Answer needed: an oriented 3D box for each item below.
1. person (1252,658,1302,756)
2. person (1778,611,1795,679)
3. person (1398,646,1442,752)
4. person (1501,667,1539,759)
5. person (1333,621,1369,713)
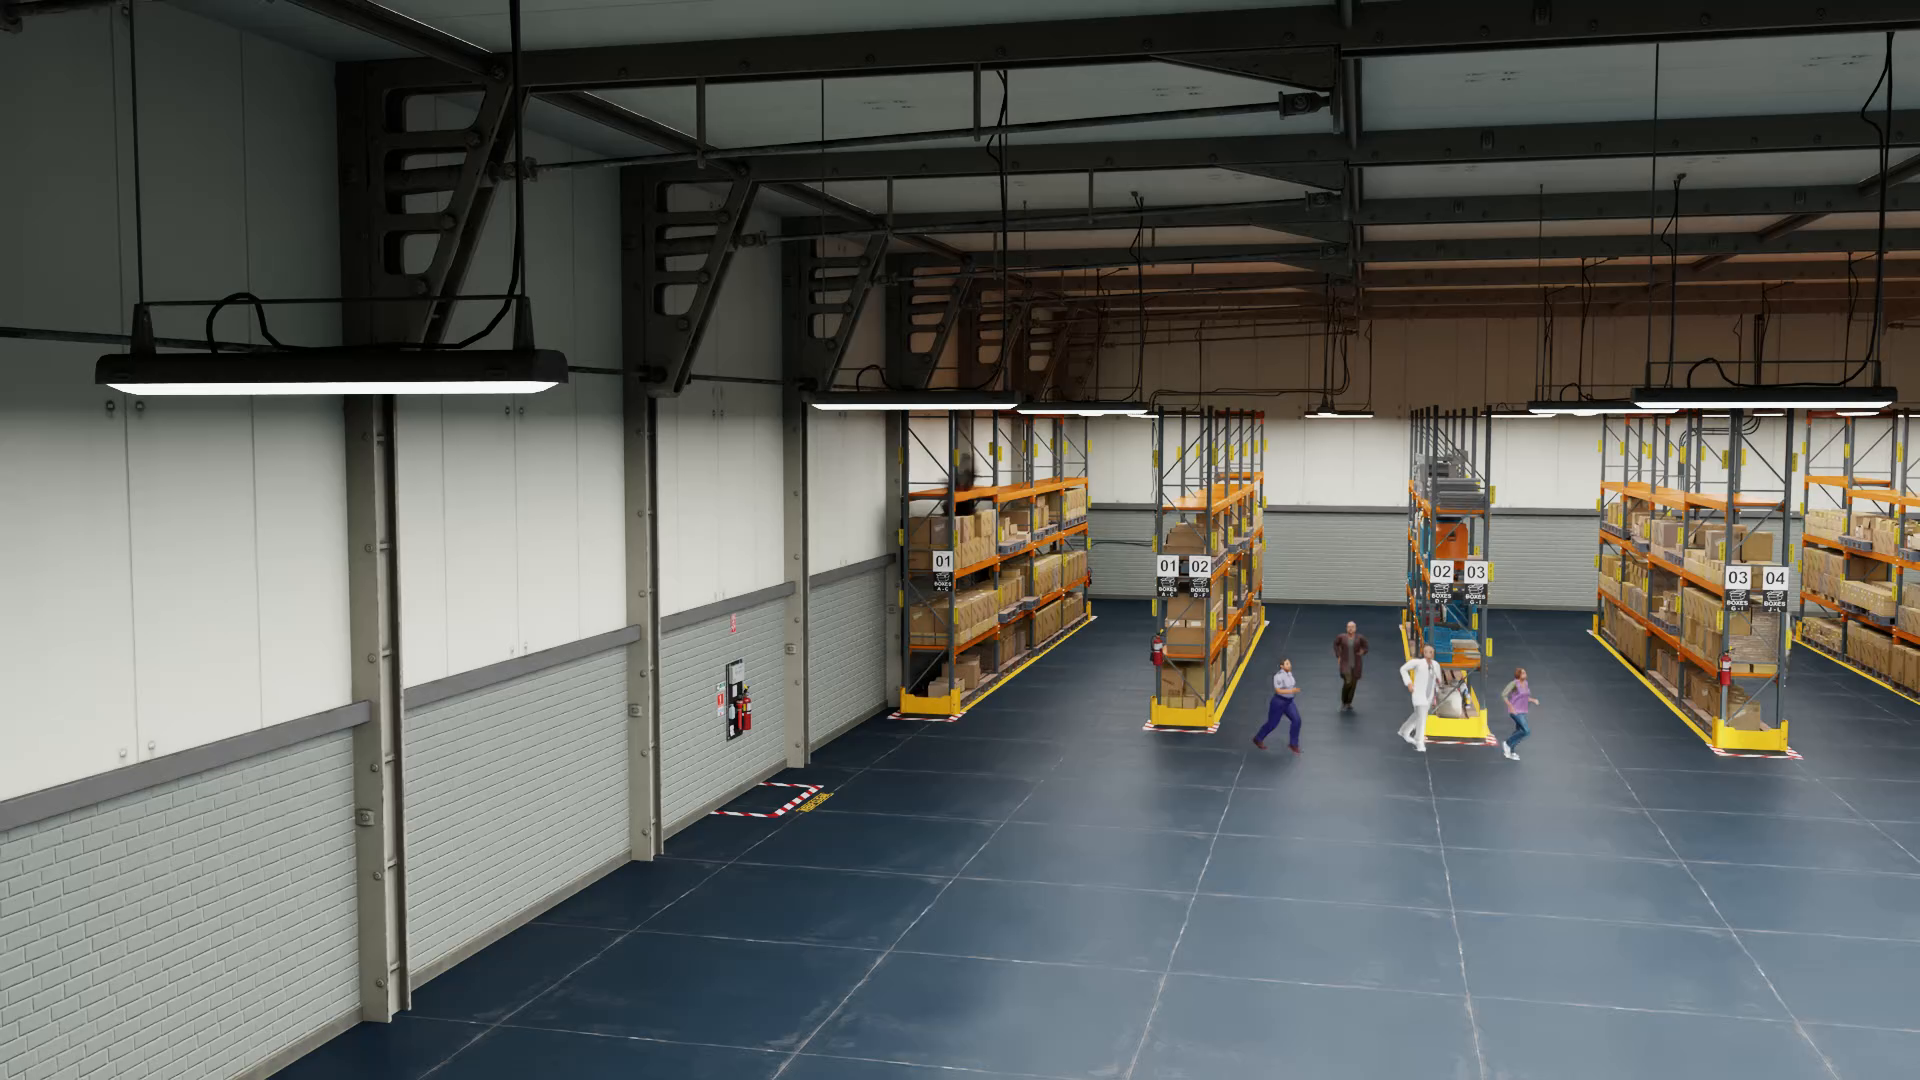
[{"bbox_3d":[5.514,2.856,28.639,0.882,1.697,0.611,4,6,43],"label":"person"},{"bbox_3d":[18.290,2.202,37.057,0.671,1.834,0.733,1,4,10],"label":"person"},{"bbox_3d":[8.134,2.807,29.259,0.719,1.722,0.914,-2,5,-25],"label":"person"},{"bbox_3d":[9.467,2.924,28.069,0.519,1.566,0.564,-4,5,-42],"label":"person"},{"bbox_3d":[7.701,2.509,32.718,0.670,1.821,0.787,0,4,7],"label":"person"}]
